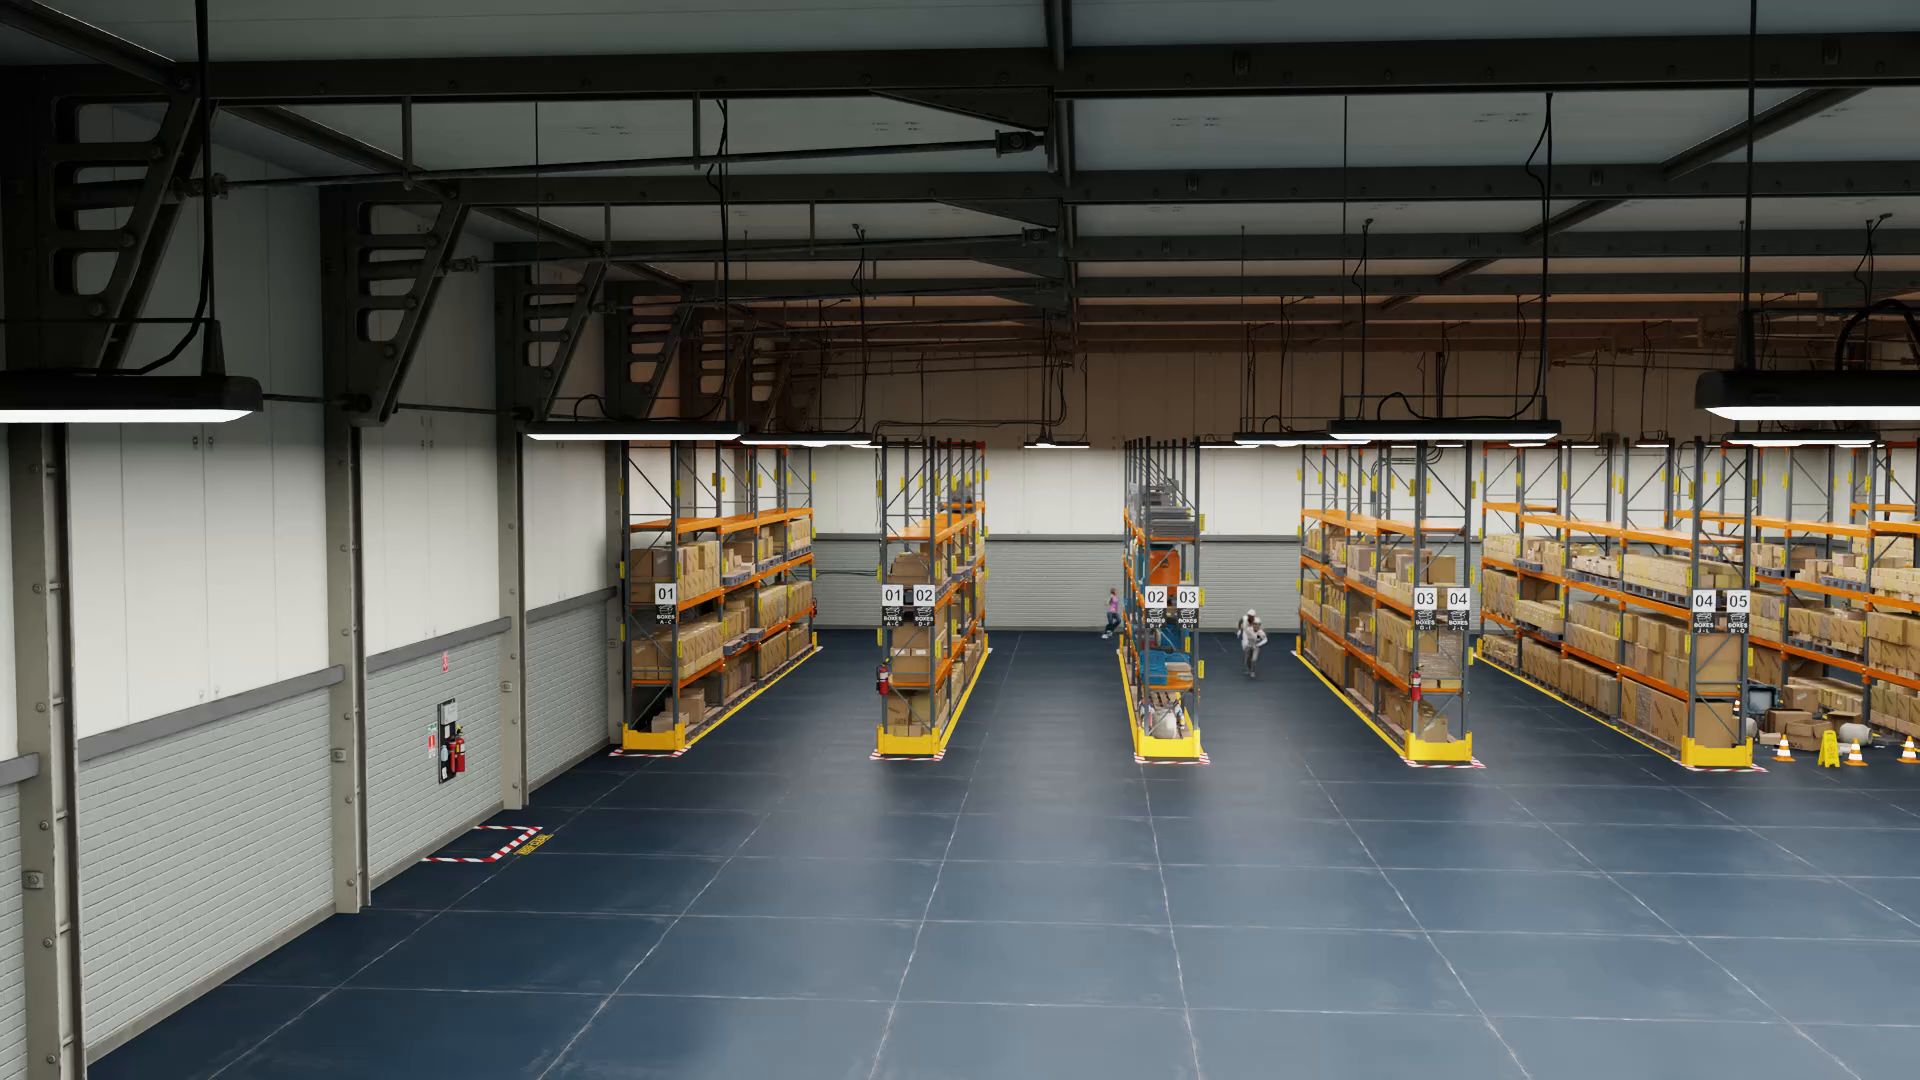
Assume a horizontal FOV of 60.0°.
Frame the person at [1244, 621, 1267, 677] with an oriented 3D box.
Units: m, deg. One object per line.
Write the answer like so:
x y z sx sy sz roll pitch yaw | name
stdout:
7.494 2.760 42.281 0.645 1.461 0.883 1 3 24 | person

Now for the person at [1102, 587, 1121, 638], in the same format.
4.697 2.221 50.935 0.547 1.539 0.608 3 4 42 | person

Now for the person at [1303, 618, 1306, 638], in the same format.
10.321 2.420 48.929 0.568 1.440 1.071 -1 3 -15 | person

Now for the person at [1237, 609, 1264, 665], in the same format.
7.661 2.587 43.827 0.693 1.599 1.126 1 3 10 | person
